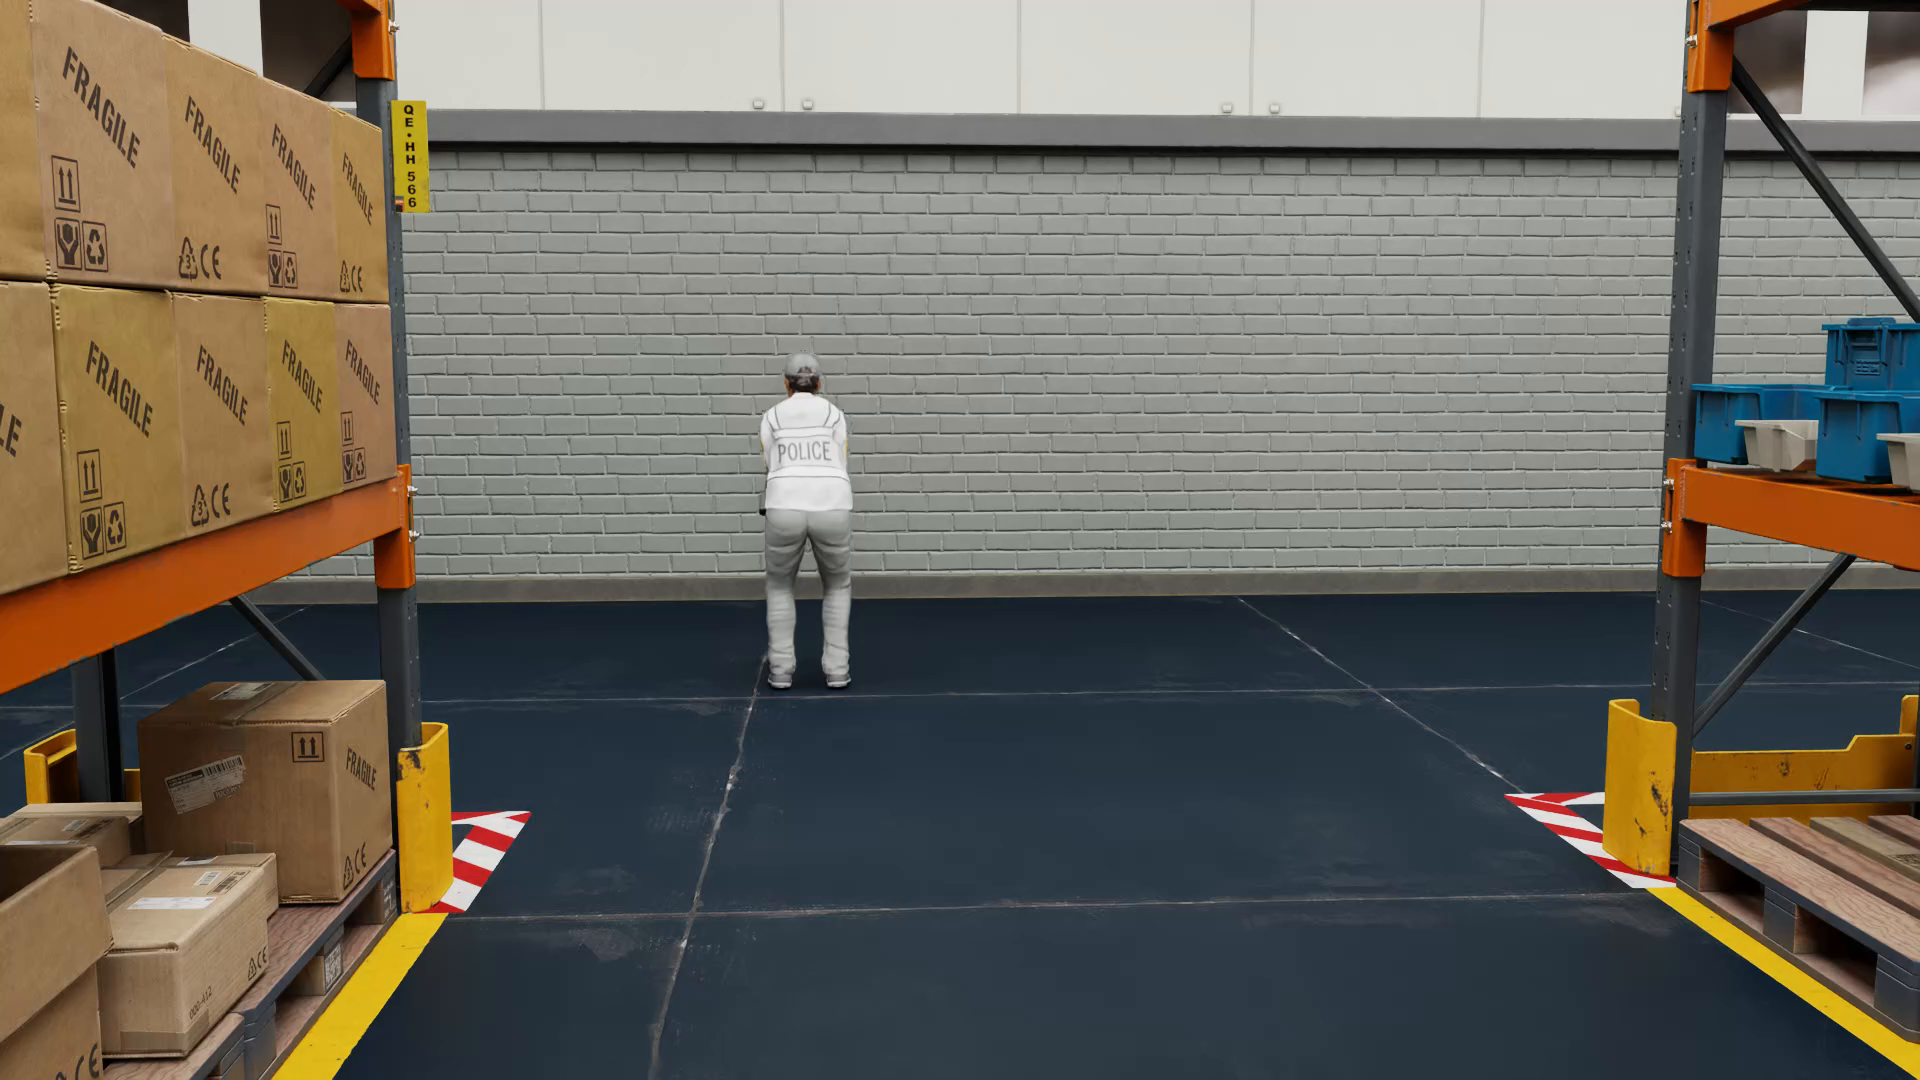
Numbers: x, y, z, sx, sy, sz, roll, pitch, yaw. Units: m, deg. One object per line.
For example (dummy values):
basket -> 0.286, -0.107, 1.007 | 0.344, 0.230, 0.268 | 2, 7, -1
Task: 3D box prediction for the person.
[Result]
person -> -0.757, -0.097, 8.187 | 0.452, 1.639, 0.581 | -1, 7, -5
